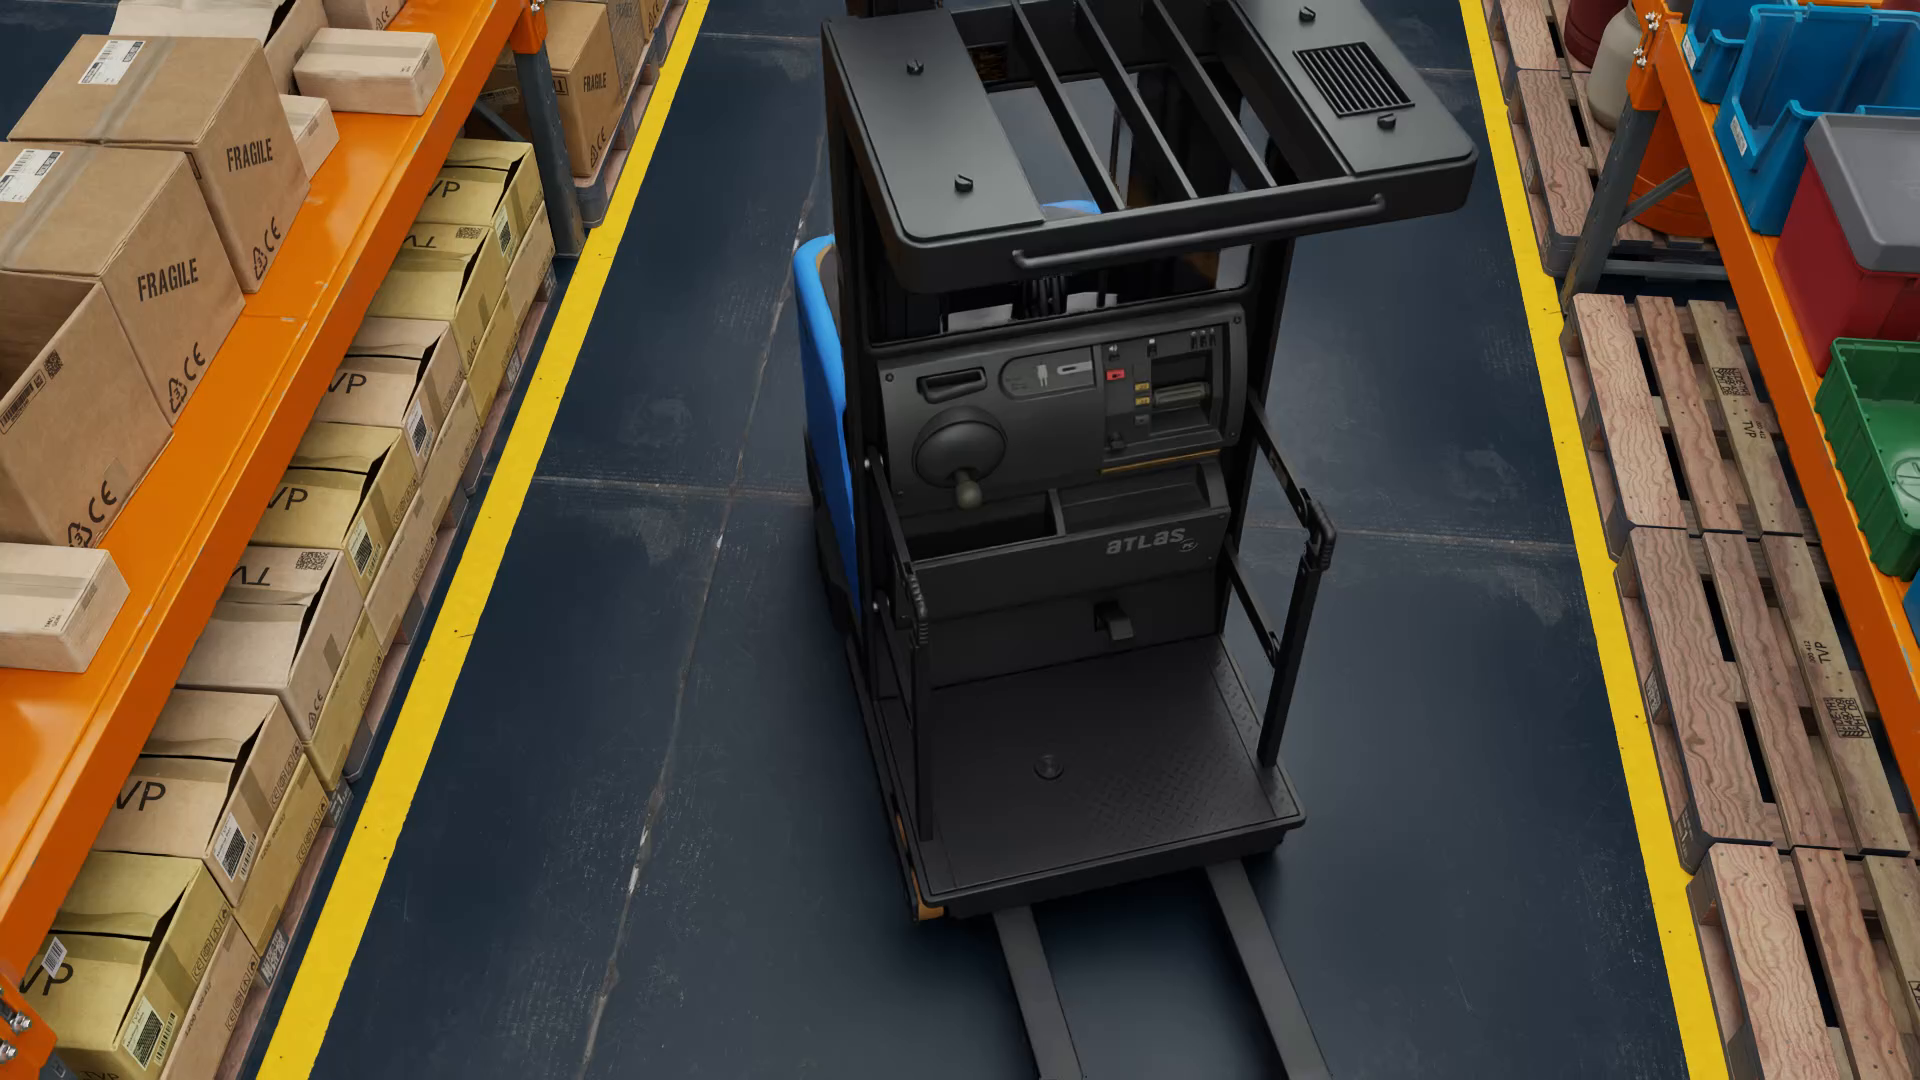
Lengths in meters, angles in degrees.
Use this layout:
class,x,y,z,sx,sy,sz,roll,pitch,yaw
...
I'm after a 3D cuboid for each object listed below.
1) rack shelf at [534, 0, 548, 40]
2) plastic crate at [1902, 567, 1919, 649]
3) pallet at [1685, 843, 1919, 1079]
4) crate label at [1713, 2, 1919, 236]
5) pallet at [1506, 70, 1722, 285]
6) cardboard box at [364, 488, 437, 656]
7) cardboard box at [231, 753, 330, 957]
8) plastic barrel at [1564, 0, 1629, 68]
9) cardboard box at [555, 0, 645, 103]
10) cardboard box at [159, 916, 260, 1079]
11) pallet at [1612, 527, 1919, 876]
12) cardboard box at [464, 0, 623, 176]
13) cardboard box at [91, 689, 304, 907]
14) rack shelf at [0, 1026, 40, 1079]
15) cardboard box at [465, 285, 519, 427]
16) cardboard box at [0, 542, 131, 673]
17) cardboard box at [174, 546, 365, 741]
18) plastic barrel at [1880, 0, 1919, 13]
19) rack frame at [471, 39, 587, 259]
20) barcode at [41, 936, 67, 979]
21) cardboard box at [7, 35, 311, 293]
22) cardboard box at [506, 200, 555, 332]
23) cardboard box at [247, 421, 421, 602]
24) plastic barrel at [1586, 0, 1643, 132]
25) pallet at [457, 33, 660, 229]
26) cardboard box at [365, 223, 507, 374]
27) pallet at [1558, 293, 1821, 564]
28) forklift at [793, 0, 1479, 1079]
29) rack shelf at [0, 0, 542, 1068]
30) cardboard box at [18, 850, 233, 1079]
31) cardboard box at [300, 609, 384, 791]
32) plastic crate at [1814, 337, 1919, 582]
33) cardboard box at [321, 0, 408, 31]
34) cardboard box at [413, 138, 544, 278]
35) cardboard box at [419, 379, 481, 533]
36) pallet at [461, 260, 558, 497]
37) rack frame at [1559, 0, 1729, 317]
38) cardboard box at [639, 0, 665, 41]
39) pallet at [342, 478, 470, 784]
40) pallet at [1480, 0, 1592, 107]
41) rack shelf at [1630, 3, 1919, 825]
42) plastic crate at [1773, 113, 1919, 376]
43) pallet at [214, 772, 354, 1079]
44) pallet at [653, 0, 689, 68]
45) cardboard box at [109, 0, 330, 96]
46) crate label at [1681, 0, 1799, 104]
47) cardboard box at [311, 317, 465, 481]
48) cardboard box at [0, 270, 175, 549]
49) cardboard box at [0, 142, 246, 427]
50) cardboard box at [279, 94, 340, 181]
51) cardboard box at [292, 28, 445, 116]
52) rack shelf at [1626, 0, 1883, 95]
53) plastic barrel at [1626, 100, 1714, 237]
class,x,y,z,sx,sy,sz,roll,pitch,yaw
rack shelf,-1.867,-3.467,7.376,1.077,0.370,4.000,4,48,4
plastic crate,2.309,0.209,3.537,0.392,0.384,0.575,4,48,4
pallet,2.551,1.397,4.329,1.003,0.211,1.213,4,48,4
crate label,2.523,-1.204,4.795,0.502,0.435,0.616,4,48,4
pallet,2.913,-1.545,7.020,1.003,0.211,1.213,4,48,4
cardboard box,-1.991,0.076,5.227,0.500,0.250,0.500,5,48,4
cardboard box,-2.083,0.830,4.536,0.500,0.250,0.500,5,48,5
plastic barrel,3.013,-2.422,7.282,0.600,0.588,0.708,4,48,4
cardboard box,-1.682,-2.245,7.166,0.500,0.500,0.500,2,48,2
cardboard box,-2.131,1.206,4.193,0.500,0.250,0.500,3,48,3
pallet,2.660,0.498,5.152,1.003,0.211,1.213,4,48,4
cardboard box,-1.724,-1.860,6.814,0.500,0.500,0.500,6,48,5
cardboard box,-2.078,0.642,4.329,0.500,0.311,0.500,3,48,3
rack shelf,-2.597,2.412,1.999,1.077,0.370,4.000,4,48,4
cardboard box,-1.898,-0.672,5.910,0.500,0.250,0.500,3,48,3
cardboard box,-2.130,0.147,3.753,0.380,0.149,0.250,4,48,4
cardboard box,-2.032,0.262,4.677,0.500,0.311,0.500,2,48,2
plastic barrel,3.142,-1.589,5.078,0.600,0.536,0.708,4,48,4
rack frame,-2.050,-2.240,5.766,1.000,3.000,0.127,4,48,4
barcode,-1.976,0.911,3.629,0.001,0.075,0.075,4,48,4
cardboard box,-2.186,-1.040,4.600,0.500,0.500,0.500,2,48,1
cardboard box,-1.855,-1.051,6.257,0.500,0.250,0.500,5,48,4
cardboard box,-1.990,-0.120,5.026,0.500,0.311,0.500,5,48,5
plastic barrel,2.873,-1.988,6.937,0.421,0.512,0.421,0,48,0
pallet,-1.944,-1.845,7.294,1.003,0.211,1.213,4,48,4
cardboard box,-1.893,-0.859,5.702,0.500,0.311,0.500,3,48,3
pallet,2.773,-0.396,5.969,1.003,0.211,1.213,4,48,4
forklift,0.318,-0.227,3.971,1.130,2.935,3.031,-10,48,-9
rack shelf,-2.232,-0.527,4.687,1.077,0.370,4.000,4,48,4
cardboard box,-2.129,1.009,3.993,0.500,0.311,0.500,4,48,4
cardboard box,-2.038,0.450,4.885,0.500,0.250,0.500,3,48,2
plastic crate,2.396,-0.192,4.036,0.450,0.188,0.662,4,48,4
cardboard box,-2.126,-1.945,5.557,0.500,0.311,0.500,7,48,6
cardboard box,-1.852,-1.241,6.051,0.500,0.311,0.500,5,48,5
cardboard box,-1.947,-0.302,5.572,0.500,0.250,0.500,5,48,4
pallet,-2.164,-0.696,6.244,1.003,0.211,1.213,4,48,4
rack frame,2.883,-1.904,5.459,1.000,3.000,0.127,4,48,4
cardboard box,-1.631,-2.613,7.503,0.500,0.500,0.500,3,48,3
pallet,-2.277,0.198,5.426,1.003,0.211,1.213,4,48,4
pallet,3.027,-2.439,7.838,1.003,0.211,1.213,4,48,4
rack shelf,2.700,-0.192,4.380,1.077,0.370,4.000,4,48,4
plastic crate,2.431,-0.759,4.368,0.402,0.464,0.583,4,48,4
pallet,-2.386,1.096,4.604,1.003,0.211,1.213,4,48,4
pallet,-1.830,-2.739,8.112,1.003,0.211,1.213,4,48,4
cardboard box,-2.324,-1.566,5.210,0.500,0.311,0.500,3,48,3
crate label,2.471,-1.563,5.260,0.303,0.233,0.416,4,48,4
cardboard box,-1.942,-0.488,5.363,0.500,0.311,0.500,4,48,3
cardboard box,-2.280,-0.285,3.910,0.500,0.500,0.500,7,48,6
cardboard box,-2.234,-0.653,4.246,0.500,0.500,0.500,4,48,4
cardboard box,-2.110,-1.214,4.998,0.380,0.149,0.250,7,48,6
cardboard box,-1.857,-1.476,5.237,0.380,0.149,0.250,4,48,4
rack shelf,3.065,-3.131,7.068,1.077,0.370,4.000,4,48,4
plastic barrel,2.910,-1.674,6.434,0.600,0.830,0.708,4,48,4
